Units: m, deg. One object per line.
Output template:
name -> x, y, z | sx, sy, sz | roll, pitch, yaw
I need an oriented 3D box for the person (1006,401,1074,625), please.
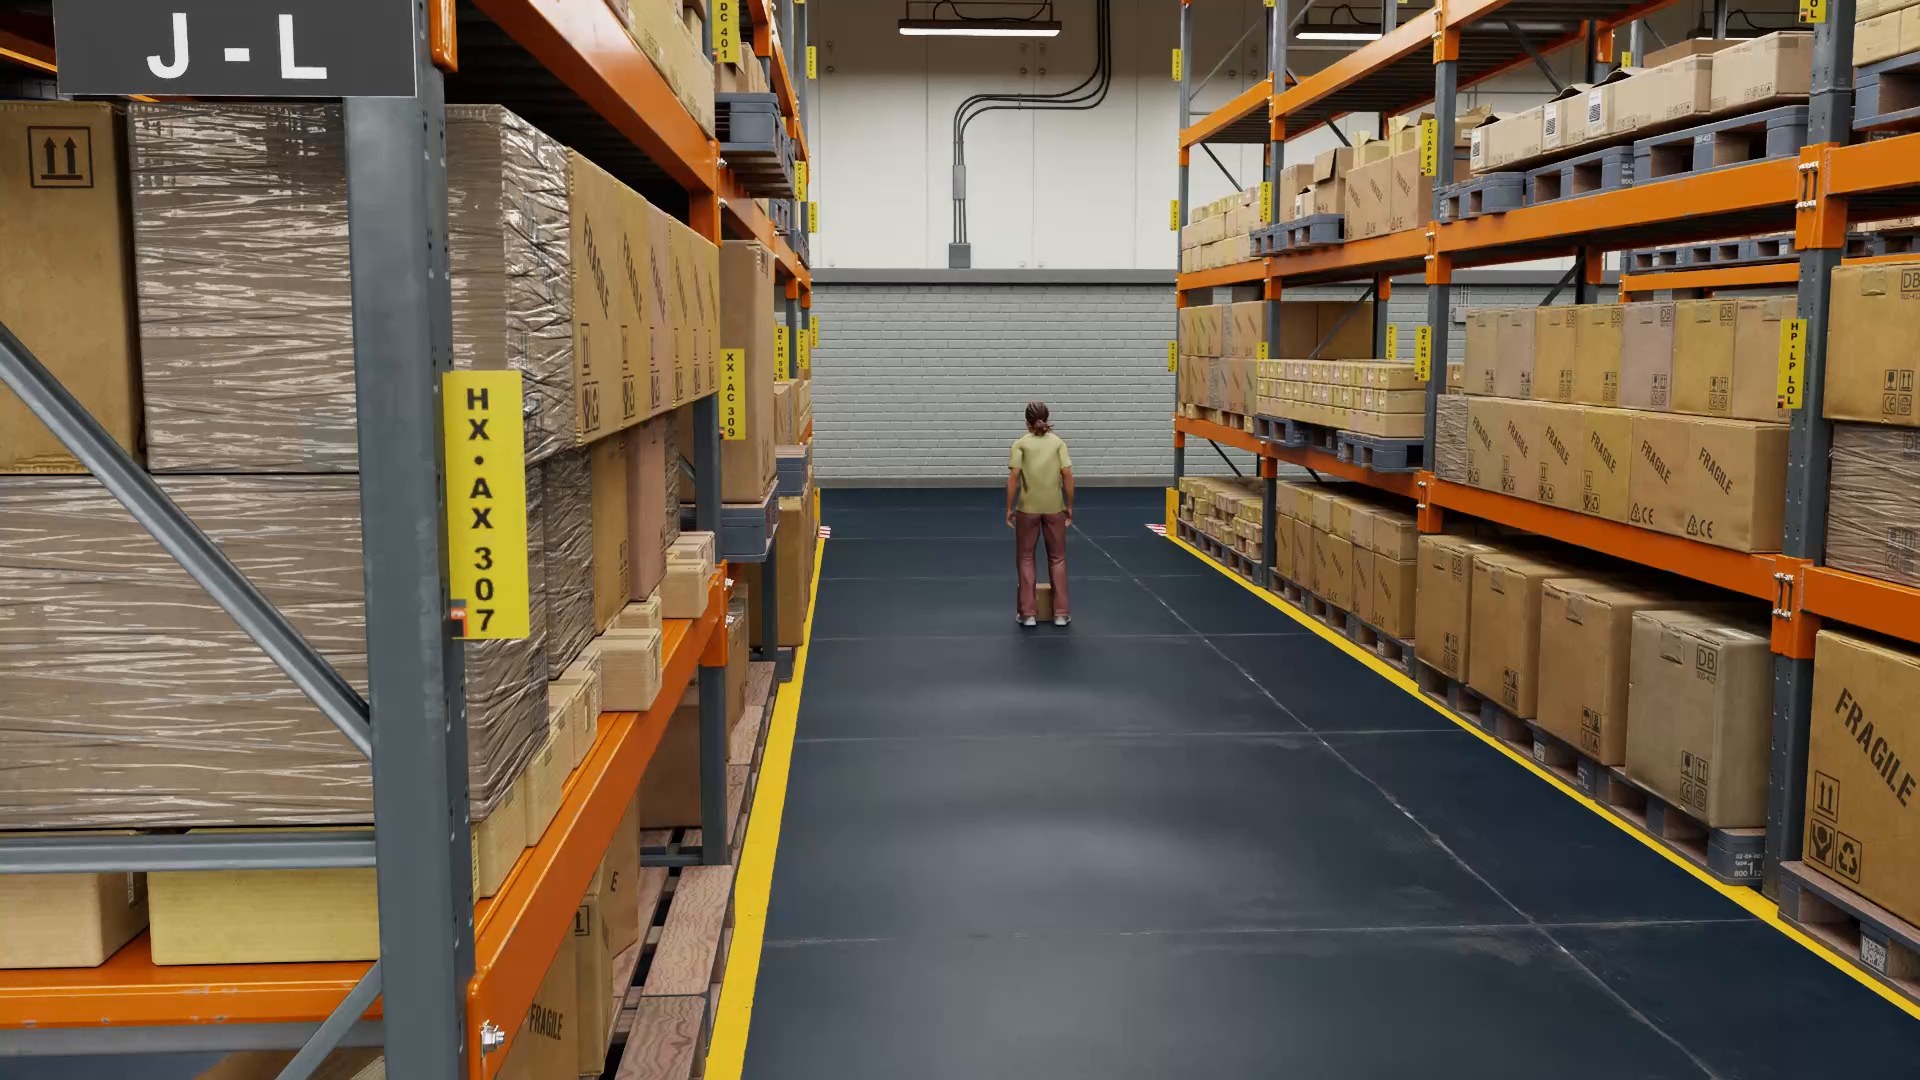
person -> 0.595, -0.200, 12.402 | 0.513, 1.673, 0.357 | -1, 7, -6
